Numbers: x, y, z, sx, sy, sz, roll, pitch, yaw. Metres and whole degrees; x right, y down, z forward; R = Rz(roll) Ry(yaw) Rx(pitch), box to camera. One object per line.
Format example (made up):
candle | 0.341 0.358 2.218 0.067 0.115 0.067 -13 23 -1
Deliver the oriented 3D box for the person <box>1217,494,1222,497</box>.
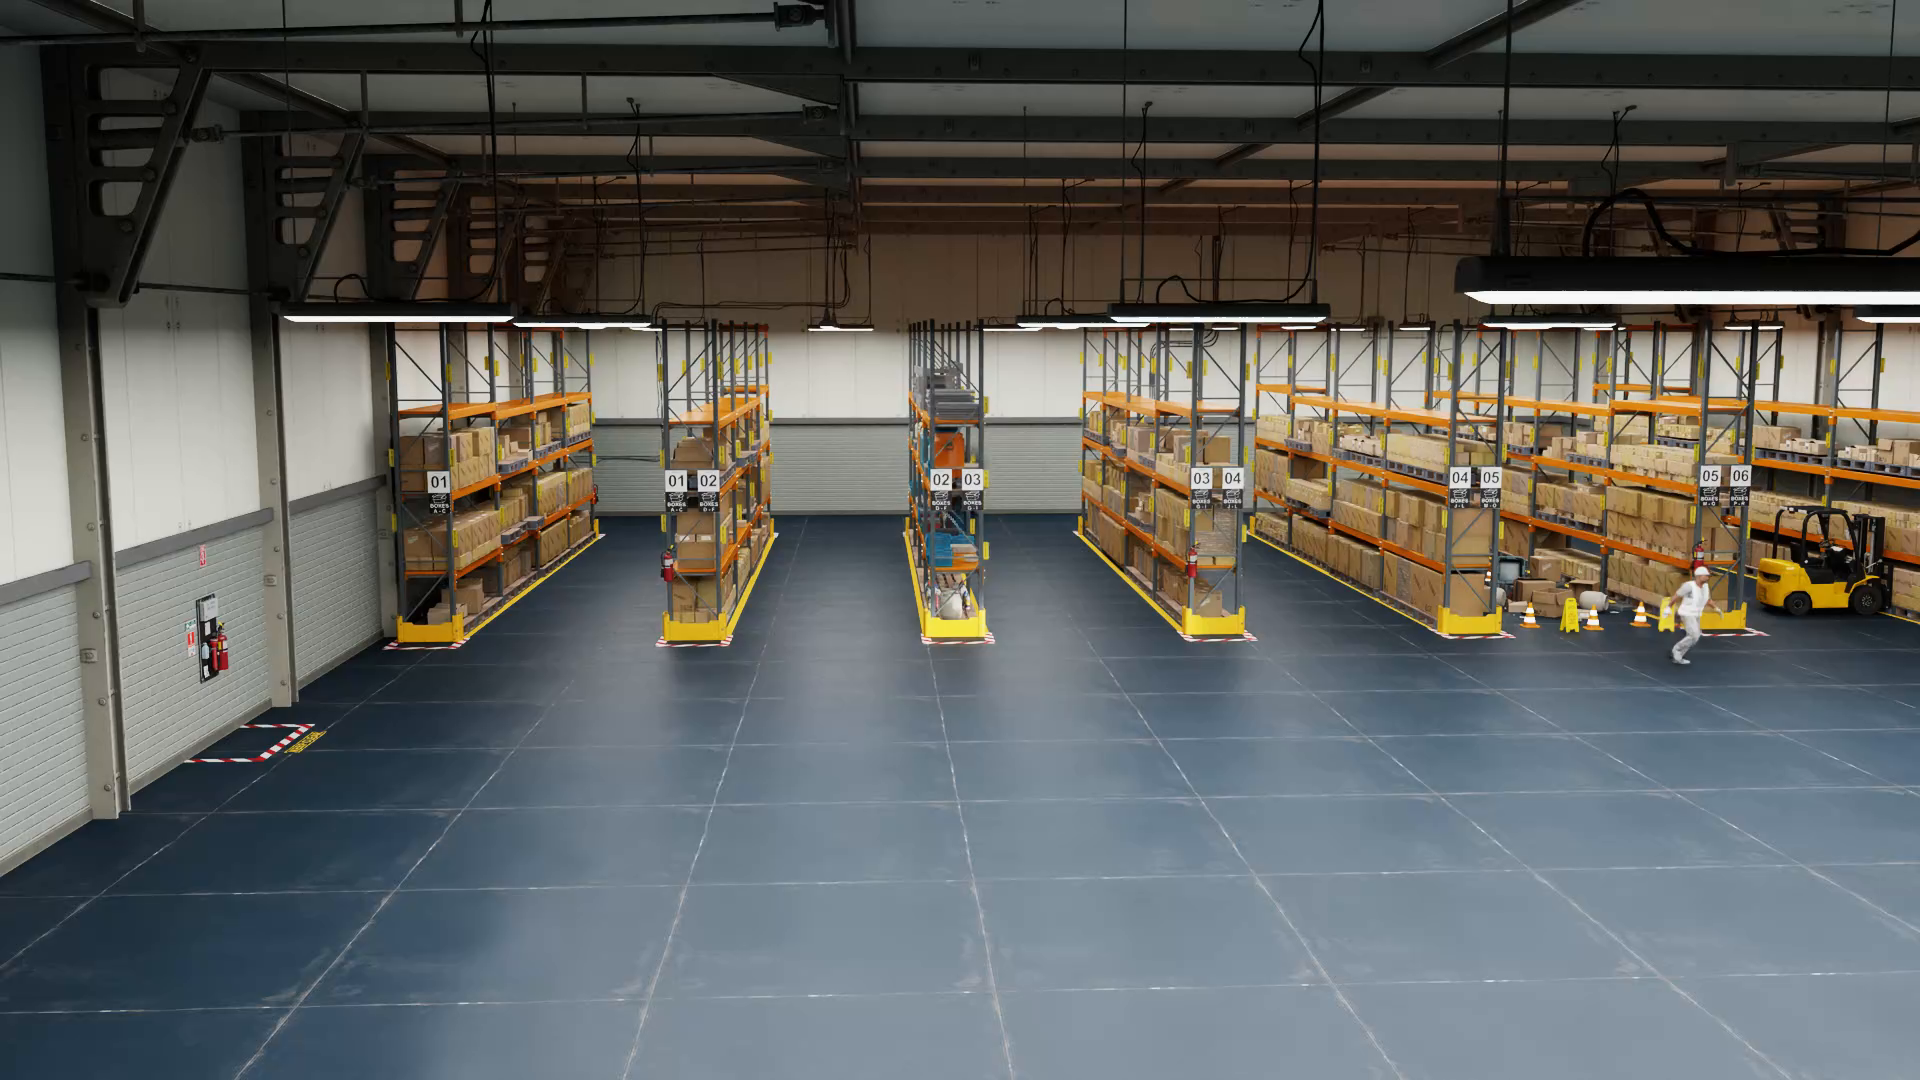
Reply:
person | 7.720 -1.122 48.490 0.684 1.744 0.633 4 8 30

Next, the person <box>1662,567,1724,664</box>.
person | 12.695 1.311 28.733 0.678 1.722 0.822 -5 8 -34
